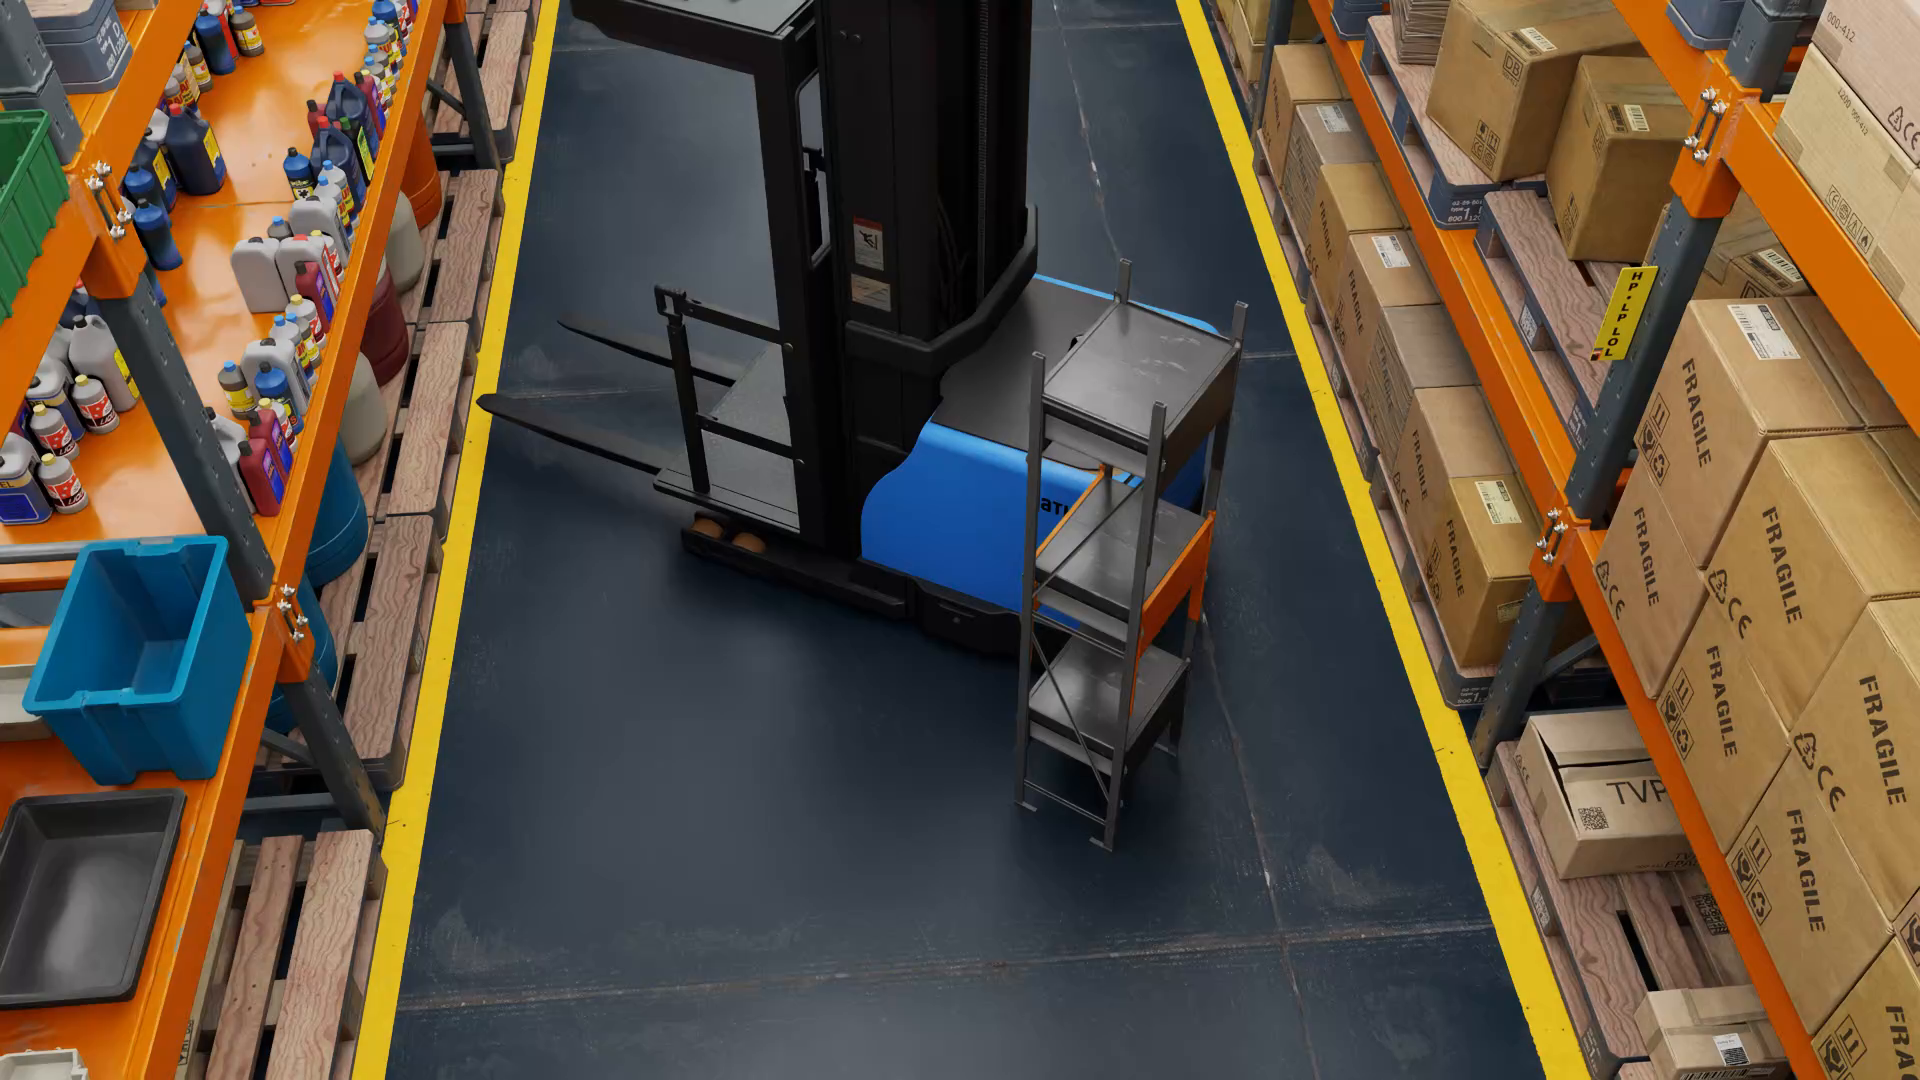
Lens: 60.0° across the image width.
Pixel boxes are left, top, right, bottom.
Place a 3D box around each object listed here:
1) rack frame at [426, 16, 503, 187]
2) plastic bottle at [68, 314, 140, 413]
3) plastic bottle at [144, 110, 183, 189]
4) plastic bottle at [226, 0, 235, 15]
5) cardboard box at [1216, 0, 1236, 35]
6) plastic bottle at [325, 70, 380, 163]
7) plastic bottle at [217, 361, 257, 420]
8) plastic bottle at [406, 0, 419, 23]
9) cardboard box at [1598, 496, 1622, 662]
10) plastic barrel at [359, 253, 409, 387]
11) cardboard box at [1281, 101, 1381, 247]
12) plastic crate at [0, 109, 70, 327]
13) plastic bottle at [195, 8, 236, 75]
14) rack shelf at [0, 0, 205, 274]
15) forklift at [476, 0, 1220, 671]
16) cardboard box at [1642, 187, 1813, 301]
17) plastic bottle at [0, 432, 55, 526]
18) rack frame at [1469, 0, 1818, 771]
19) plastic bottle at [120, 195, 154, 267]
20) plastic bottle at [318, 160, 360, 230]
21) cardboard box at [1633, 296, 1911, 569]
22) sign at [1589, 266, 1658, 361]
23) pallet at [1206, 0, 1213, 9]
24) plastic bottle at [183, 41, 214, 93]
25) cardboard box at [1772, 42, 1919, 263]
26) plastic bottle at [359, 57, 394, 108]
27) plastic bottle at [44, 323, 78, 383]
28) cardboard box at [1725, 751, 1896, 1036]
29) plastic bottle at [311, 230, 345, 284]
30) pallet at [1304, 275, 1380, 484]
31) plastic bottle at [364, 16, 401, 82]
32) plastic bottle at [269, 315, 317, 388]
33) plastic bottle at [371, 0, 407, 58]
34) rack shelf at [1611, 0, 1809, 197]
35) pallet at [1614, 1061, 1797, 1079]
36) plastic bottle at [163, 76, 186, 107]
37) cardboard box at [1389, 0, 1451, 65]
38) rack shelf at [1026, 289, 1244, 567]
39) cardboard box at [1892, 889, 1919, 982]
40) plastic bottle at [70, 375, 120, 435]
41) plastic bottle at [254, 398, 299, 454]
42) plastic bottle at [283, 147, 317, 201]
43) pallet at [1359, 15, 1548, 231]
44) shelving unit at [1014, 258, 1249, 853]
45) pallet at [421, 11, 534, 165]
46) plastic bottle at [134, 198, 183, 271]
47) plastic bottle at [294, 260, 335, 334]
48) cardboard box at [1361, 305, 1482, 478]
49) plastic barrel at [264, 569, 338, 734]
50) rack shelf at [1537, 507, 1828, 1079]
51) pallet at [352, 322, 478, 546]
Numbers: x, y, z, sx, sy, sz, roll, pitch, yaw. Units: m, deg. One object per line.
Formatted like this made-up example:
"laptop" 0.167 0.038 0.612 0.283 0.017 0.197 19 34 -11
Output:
"rack frame" -2.878 -2.859 7.528 1.000 3.000 0.127 -3 47 -3
"plastic bottle" -2.803 -0.601 5.424 0.144 0.351 0.185 -3 47 -3
"plastic bottle" -3.048 -1.480 6.307 0.152 0.276 0.135 -3 47 -3
"plastic bottle" -3.174 -2.302 7.137 0.097 0.201 0.097 0 47 0
"cardboard box" 1.724 -3.094 9.356 0.500 0.250 0.500 -4 47 -4
"plastic bottle" -2.352 -1.630 6.398 0.144 0.351 0.185 -3 47 -3
"plastic bottle" -2.356 -0.498 5.429 0.097 0.201 0.097 0 47 0
"plastic bottle" -2.400 -2.385 7.159 0.061 0.283 0.133 -3 47 -3
"cardboard box" 2.595 0.081 6.163 0.500 0.500 0.500 -5 47 -5
"plastic barrel" -2.726 -1.004 7.143 0.600 0.588 0.708 -3 47 -3
"cardboard box" 1.861 -1.724 7.871 0.500 0.500 0.500 -5 47 -5
"plastic crate" -2.207 -0.635 3.502 0.450 0.188 0.662 -3 47 -3
"plastic bottle" -3.082 -2.065 6.865 0.097 0.271 0.097 0 47 0
"rack shelf" -2.711 -2.196 5.329 1.077 0.370 4.000 -3 47 -3
"forklift" -0.571 -1.202 6.006 3.031 2.935 1.130 19 49 17
"cardboard box" 2.576 -0.798 5.218 0.700 0.500 0.500 -18 49 -16
"plastic bottle" -2.898 -0.187 5.083 0.152 0.276 0.135 -3 47 -3
"rack frame" 2.393 -0.263 5.070 1.000 3.000 0.127 -3 47 -3
"plastic bottle" -3.002 -1.082 5.930 0.152 0.276 0.135 -3 47 -3
"plastic bottle" -2.290 -1.272 6.114 0.097 0.271 0.097 0 47 0
"cardboard box" 2.152 -0.283 4.331 0.500 0.500 0.500 -2 47 -2
"sign" 1.840 -0.625 4.615 0.100 0.325 0.005 -3 47 -3
"pallet" 1.929 -3.677 10.223 1.003 0.211 1.213 -3 47 -3
"plastic bottle" -3.132 -1.941 6.795 0.097 0.201 0.097 0 47 0
"cardboard box" 2.187 -0.876 3.687 0.500 0.250 0.500 -3 47 -3
"plastic bottle" -2.360 -1.849 6.709 0.097 0.201 0.097 0 47 0
"plastic bottle" -2.946 -0.593 5.416 0.144 0.351 0.185 -3 47 -3
"cardboard box" 2.250 0.820 3.975 0.500 0.500 0.500 -4 47 -4
"plastic bottle" -2.262 -1.010 5.914 0.097 0.201 0.097 0 47 0
"pallet" 2.182 -0.775 7.475 1.003 0.211 1.213 -3 47 -3
"plastic bottle" -2.376 -2.014 6.817 0.097 0.271 0.097 0 47 0
"plastic bottle" -2.216 -0.629 5.505 0.097 0.271 0.097 0 47 0
"plastic bottle" -2.392 -2.155 6.950 0.097 0.271 0.097 0 47 0
"rack shelf" 2.226 -2.494 5.612 1.077 0.370 4.000 -3 47 -3
"pallet" 2.555 2.078 4.774 1.003 0.211 1.213 -3 47 -3
"plastic bottle" -3.104 -1.727 6.545 0.097 0.271 0.097 0 47 0
"cardboard box" 2.109 -2.214 6.559 0.700 0.500 0.500 4 47 4
"rack shelf" 0.497 -0.325 4.803 0.431 0.518 0.480 25 51 22
"cardboard box" 2.282 0.836 3.271 0.500 0.500 0.500 -2 47 -2
"plastic bottle" -2.806 -0.447 5.381 0.097 0.201 0.097 0 47 0
"plastic bottle" -2.188 -0.366 5.304 0.097 0.201 0.097 0 47 0
"plastic bottle" -2.442 -1.334 6.172 0.097 0.271 0.097 0 47 0
"pallet" 2.225 -1.684 6.548 1.003 0.211 1.213 -3 47 -3
"shelving unit" 0.497 0.147 5.302 0.431 2.100 0.503 25 51 22
"pallet" -2.904 -2.463 9.073 1.003 0.211 1.213 -3 47 -3
"plastic bottle" -2.879 -1.101 5.952 0.097 0.271 0.097 0 47 0
"plastic bottle" -2.223 -0.858 5.714 0.061 0.283 0.133 -3 47 -3
"cardboard box" 1.991 -0.615 6.822 0.500 0.500 0.500 -3 47 -3
"plastic barrel" -2.572 0.218 5.770 0.600 0.901 0.708 -3 47 -3
"rack shelf" 2.560 1.432 3.960 1.077 0.370 4.000 -3 47 -3
"pallet" -2.672 -0.451 7.168 1.003 0.211 1.213 -3 47 -3
